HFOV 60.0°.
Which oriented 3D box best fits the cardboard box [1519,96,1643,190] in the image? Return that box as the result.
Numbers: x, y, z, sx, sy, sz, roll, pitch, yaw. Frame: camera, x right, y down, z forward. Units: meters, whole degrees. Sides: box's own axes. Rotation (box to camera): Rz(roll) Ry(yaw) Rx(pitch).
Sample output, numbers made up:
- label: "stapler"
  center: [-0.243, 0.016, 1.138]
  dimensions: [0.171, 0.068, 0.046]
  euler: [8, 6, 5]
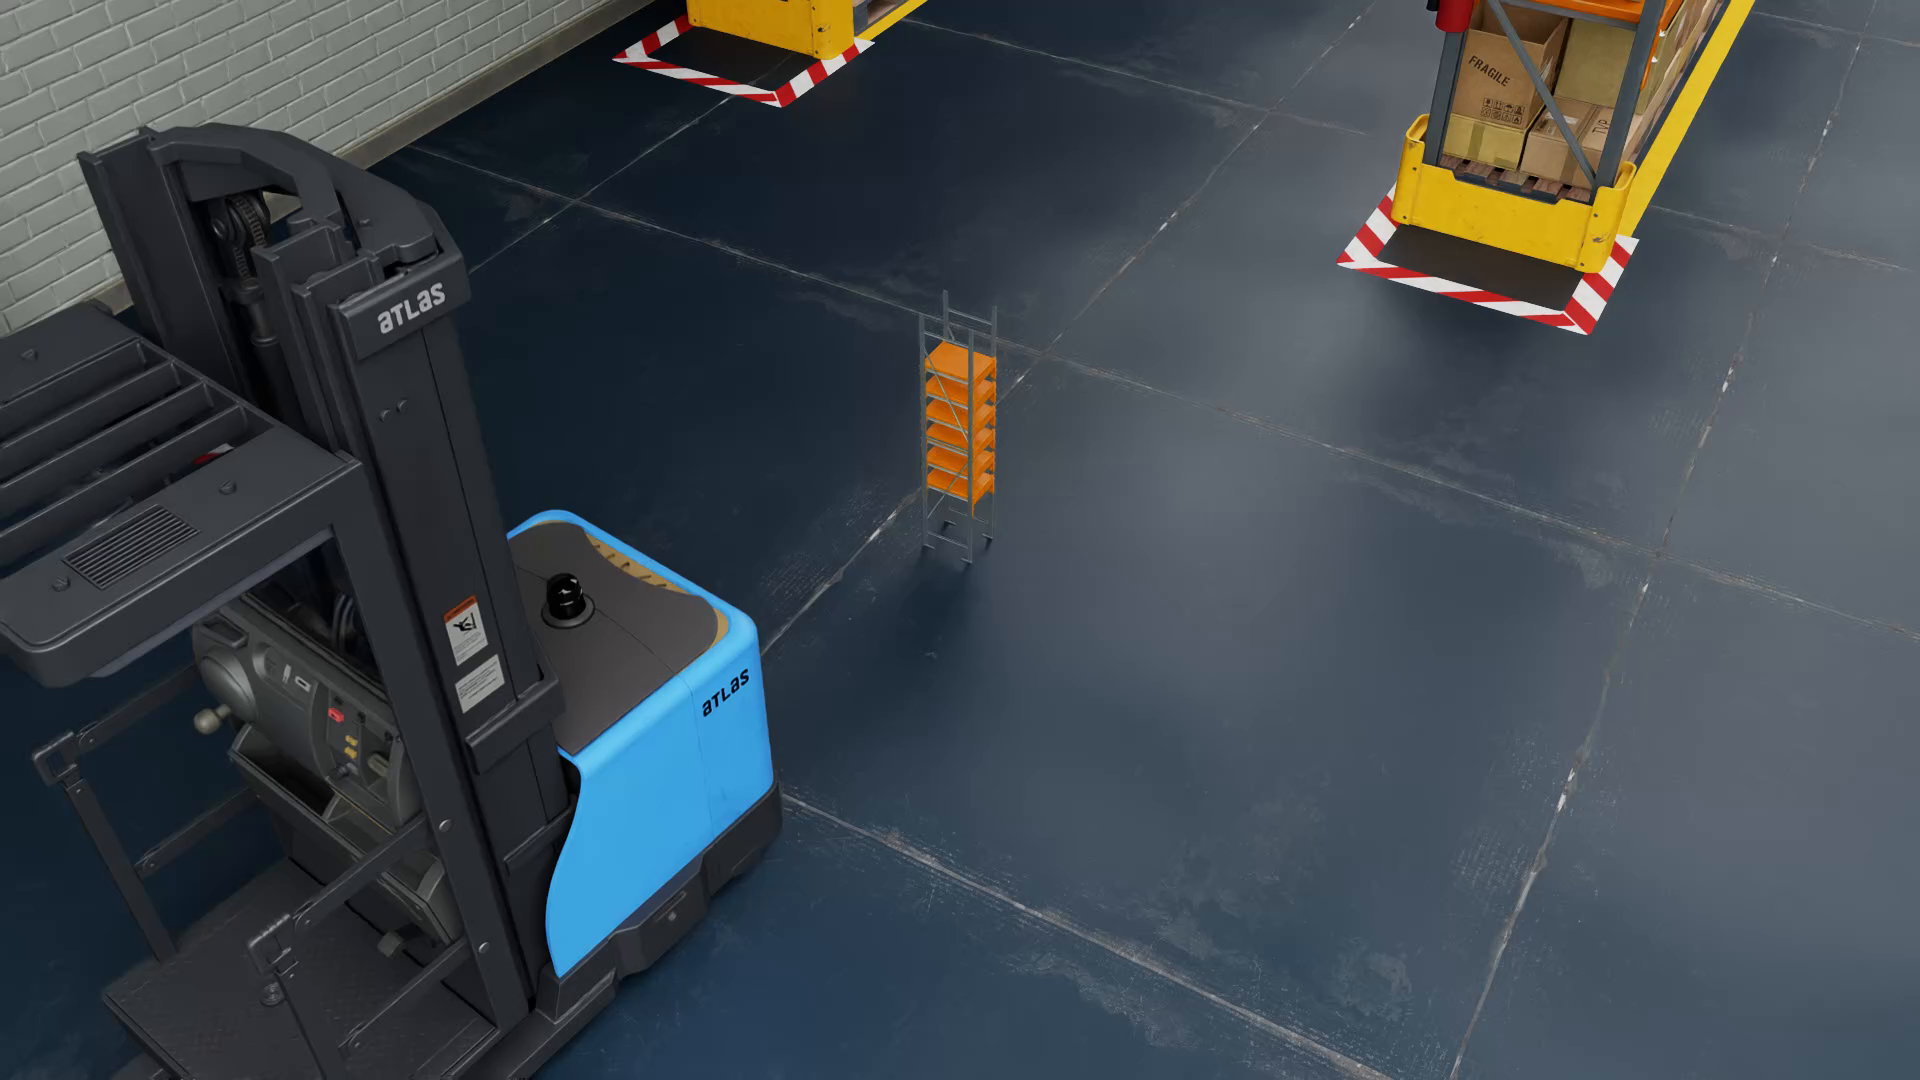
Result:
- label: "cardboard box"
  center: [3.449, -2.195, 9.236]
  dimensions: [0.500, 0.250, 0.500]
  euler: [21, 45, 22]

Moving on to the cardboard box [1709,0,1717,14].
- label: "cardboard box"
  center: [4.688, -3.630, 10.865]
  dimensions: [0.500, 0.250, 0.500]
  euler: [21, 45, 22]

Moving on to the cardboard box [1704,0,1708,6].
- label: "cardboard box"
  center: [4.440, -3.625, 10.292]
  dimensions: [0.500, 0.500, 0.500]
  euler: [21, 45, 22]

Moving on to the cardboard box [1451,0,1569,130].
- label: "cardboard box"
  center: [2.999, -2.649, 9.183]
  dimensions: [0.500, 0.500, 0.500]
  euler: [21, 45, 22]

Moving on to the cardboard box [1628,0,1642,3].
- label: "cardboard box"
  center: [3.233, -3.137, 8.467]
  dimensions: [0.700, 0.500, 0.500]
  euler: [21, 45, 22]

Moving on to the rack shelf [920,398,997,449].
- label: "rack shelf"
  center: [-0.007, -0.499, 6.794]
  dimensions: [0.258, 0.103, 0.180]
  euler: [21, 45, 22]

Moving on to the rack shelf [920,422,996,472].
- label: "rack shelf"
  center: [-0.007, -0.409, 6.873]
  dimensions: [0.258, 0.103, 0.180]
  euler: [21, 45, 22]

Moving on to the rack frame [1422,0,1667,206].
- label: "rack frame"
  center: [2.988, -2.836, 8.201]
  dimensions: [1.000, 3.000, 0.127]
  euler: [21, 45, 22]

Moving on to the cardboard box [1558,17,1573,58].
- label: "cardboard box"
  center: [3.487, -3.226, 9.839]
  dimensions: [0.500, 0.500, 0.500]
  euler: [21, 45, 22]

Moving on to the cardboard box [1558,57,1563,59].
- label: "cardboard box"
  center: [3.489, -2.943, 10.085]
  dimensions: [0.500, 0.250, 0.500]
  euler: [21, 45, 22]

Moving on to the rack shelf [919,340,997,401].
- label: "rack shelf"
  center: [-0.007, -0.679, 6.635]
  dimensions: [0.258, 0.103, 0.180]
  euler: [21, 45, 22]

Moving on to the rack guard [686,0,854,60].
- label: "rack guard"
  center: [-1.265, -3.578, 10.934]
  dimensions: [1.175, 0.500, 0.348]
  euler: [21, 45, 22]

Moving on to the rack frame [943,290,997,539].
- label: "rack frame"
  center: [0.039, -0.494, 6.904]
  dimensions: [0.240, 1.200, 0.006]
  euler: [21, 45, 22]

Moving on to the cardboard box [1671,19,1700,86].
- label: "cardboard box"
  center: [4.201, -3.053, 10.210]
  dimensions: [0.500, 0.250, 0.500]
  euler: [21, 45, 22]

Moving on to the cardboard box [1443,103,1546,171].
- label: "cardboard box"
  center: [3.001, -2.366, 9.430]
  dimensions: [0.500, 0.250, 0.500]
  euler: [21, 45, 22]

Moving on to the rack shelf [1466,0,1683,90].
- label: "rack shelf"
  center: [3.989, -3.711, 9.738]
  dimensions: [1.077, 0.370, 4.000]
  euler: [21, 45, 22]

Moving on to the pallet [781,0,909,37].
- label: "pallet"
  center: [-0.827, -3.923, 11.545]
  dimensions: [1.003, 0.211, 1.213]
  euler: [21, 45, 22]

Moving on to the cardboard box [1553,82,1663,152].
- label: "cardboard box"
  center: [3.696, -2.483, 9.562]
  dimensions: [0.500, 0.250, 0.500]
  euler: [21, 45, 22]

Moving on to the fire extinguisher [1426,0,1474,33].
- label: "fire extinguisher"
  center: [2.527, -2.893, 8.324]
  dimensions: [0.296, 0.674, 0.183]
  euler: [21, 45, 22]

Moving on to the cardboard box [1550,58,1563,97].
- label: "cardboard box"
  center: [3.240, -2.657, 9.760]
  dimensions: [0.500, 0.250, 0.500]
  euler: [21, 45, 22]

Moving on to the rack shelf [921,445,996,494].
- label: "rack shelf"
  center: [-0.007, -0.319, 6.953]
  dimensions: [0.258, 0.103, 0.180]
  euler: [21, 45, 22]

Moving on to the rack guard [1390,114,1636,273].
- label: "rack guard"
  center: [2.976, -1.884, 9.012]
  dimensions: [1.175, 0.500, 0.348]
  euler: [21, 45, 22]

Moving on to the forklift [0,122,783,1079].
- label: "forklift"
  center: [-1.938, 0.539, 4.420]
  dimensions: [1.130, 2.935, 3.031]
  euler: [27, 48, 27]

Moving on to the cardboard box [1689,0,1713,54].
- label: "cardboard box"
  center: [4.451, -3.339, 10.535]
  dimensions: [0.500, 0.250, 0.500]
  euler: [21, 45, 22]

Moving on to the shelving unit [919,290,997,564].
- label: "shelving unit"
  center: [-0.007, -0.442, 6.844]
  dimensions: [0.258, 1.200, 0.189]
  euler: [21, 45, 22]

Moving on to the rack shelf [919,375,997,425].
- label: "rack shelf"
  center: [-0.007, -0.589, 6.715]
  dimensions: [0.258, 0.103, 0.180]
  euler: [21, 45, 22]

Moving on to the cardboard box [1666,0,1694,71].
- label: "cardboard box"
  center: [3.937, -3.054, 9.643]
  dimensions: [0.500, 0.500, 0.500]
  euler: [21, 45, 22]

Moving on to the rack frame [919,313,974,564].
- label: "rack frame"
  center: [-0.053, -0.390, 6.785]
  dimensions: [0.240, 1.200, 0.006]
  euler: [21, 45, 22]

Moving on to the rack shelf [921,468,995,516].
- label: "rack shelf"
  center: [-0.007, -0.229, 7.032]
  dimensions: [0.258, 0.103, 0.180]
  euler: [21, 45, 22]

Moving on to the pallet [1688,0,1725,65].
- label: "pallet"
  center: [4.556, -3.637, 11.221]
  dimensions: [1.003, 0.211, 1.213]
  euler: [21, 45, 22]

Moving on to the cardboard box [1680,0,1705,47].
- label: "cardboard box"
  center: [4.202, -3.334, 9.962]
  dimensions: [0.500, 0.500, 0.500]
  euler: [21, 45, 22]

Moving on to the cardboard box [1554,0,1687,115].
- label: "cardboard box"
  center: [3.698, -2.763, 9.314]
  dimensions: [0.500, 0.500, 0.500]
  euler: [21, 45, 22]

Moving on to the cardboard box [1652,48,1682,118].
- label: "cardboard box"
  center: [3.947, -2.768, 9.887]
  dimensions: [0.500, 0.250, 0.500]
  euler: [21, 45, 22]

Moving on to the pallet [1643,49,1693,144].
- label: "pallet"
  center: [3.946, -2.937, 10.425]
  dimensions: [1.003, 0.211, 1.213]
  euler: [21, 45, 22]

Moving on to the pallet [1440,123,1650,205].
- label: "pallet"
  center: [3.335, -2.241, 9.635]
  dimensions: [1.003, 0.211, 1.213]
  euler: [21, 45, 22]
